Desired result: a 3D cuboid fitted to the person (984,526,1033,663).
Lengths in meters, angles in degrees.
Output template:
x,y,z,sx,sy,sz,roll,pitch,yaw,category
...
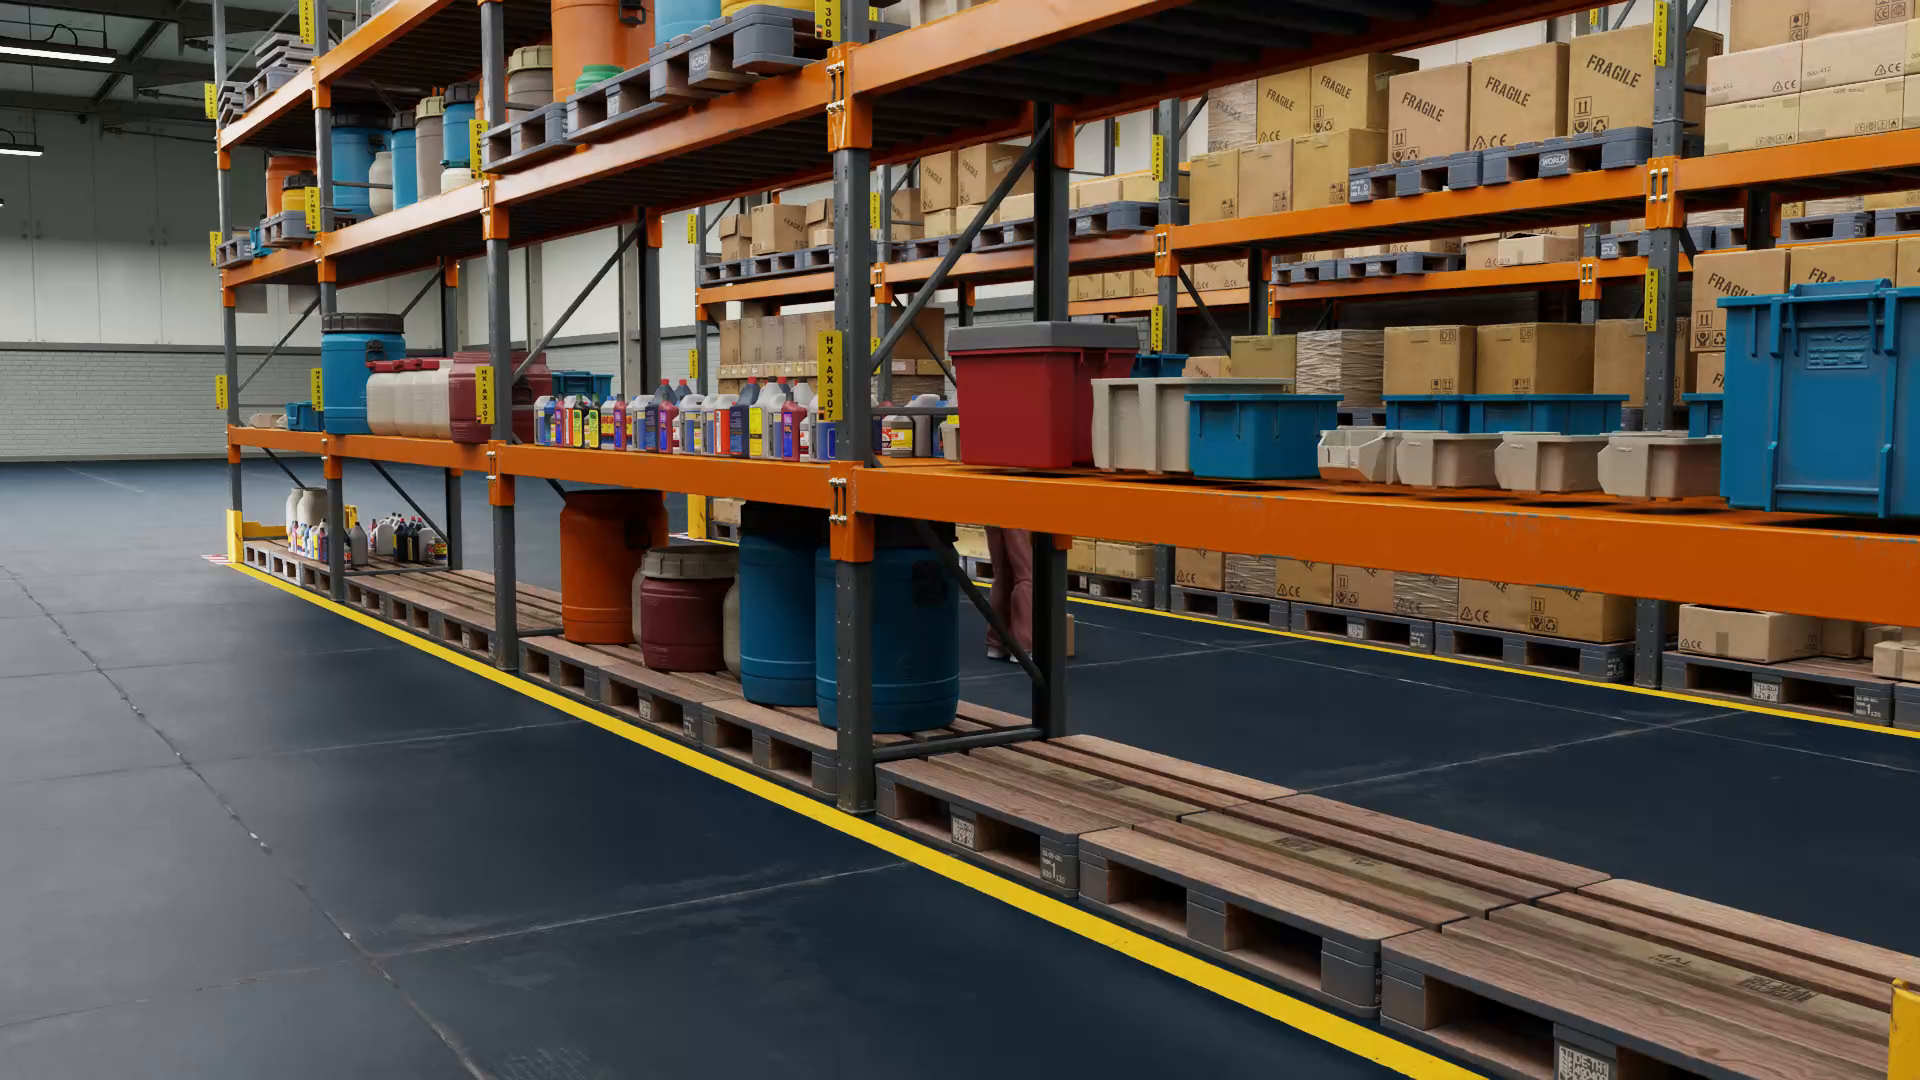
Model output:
x,y,z,sx,sy,sz,roll,pitch,yaw,category
0.323,-0.118,9.966,0.351,1.672,0.507,-3,6,-35,person
